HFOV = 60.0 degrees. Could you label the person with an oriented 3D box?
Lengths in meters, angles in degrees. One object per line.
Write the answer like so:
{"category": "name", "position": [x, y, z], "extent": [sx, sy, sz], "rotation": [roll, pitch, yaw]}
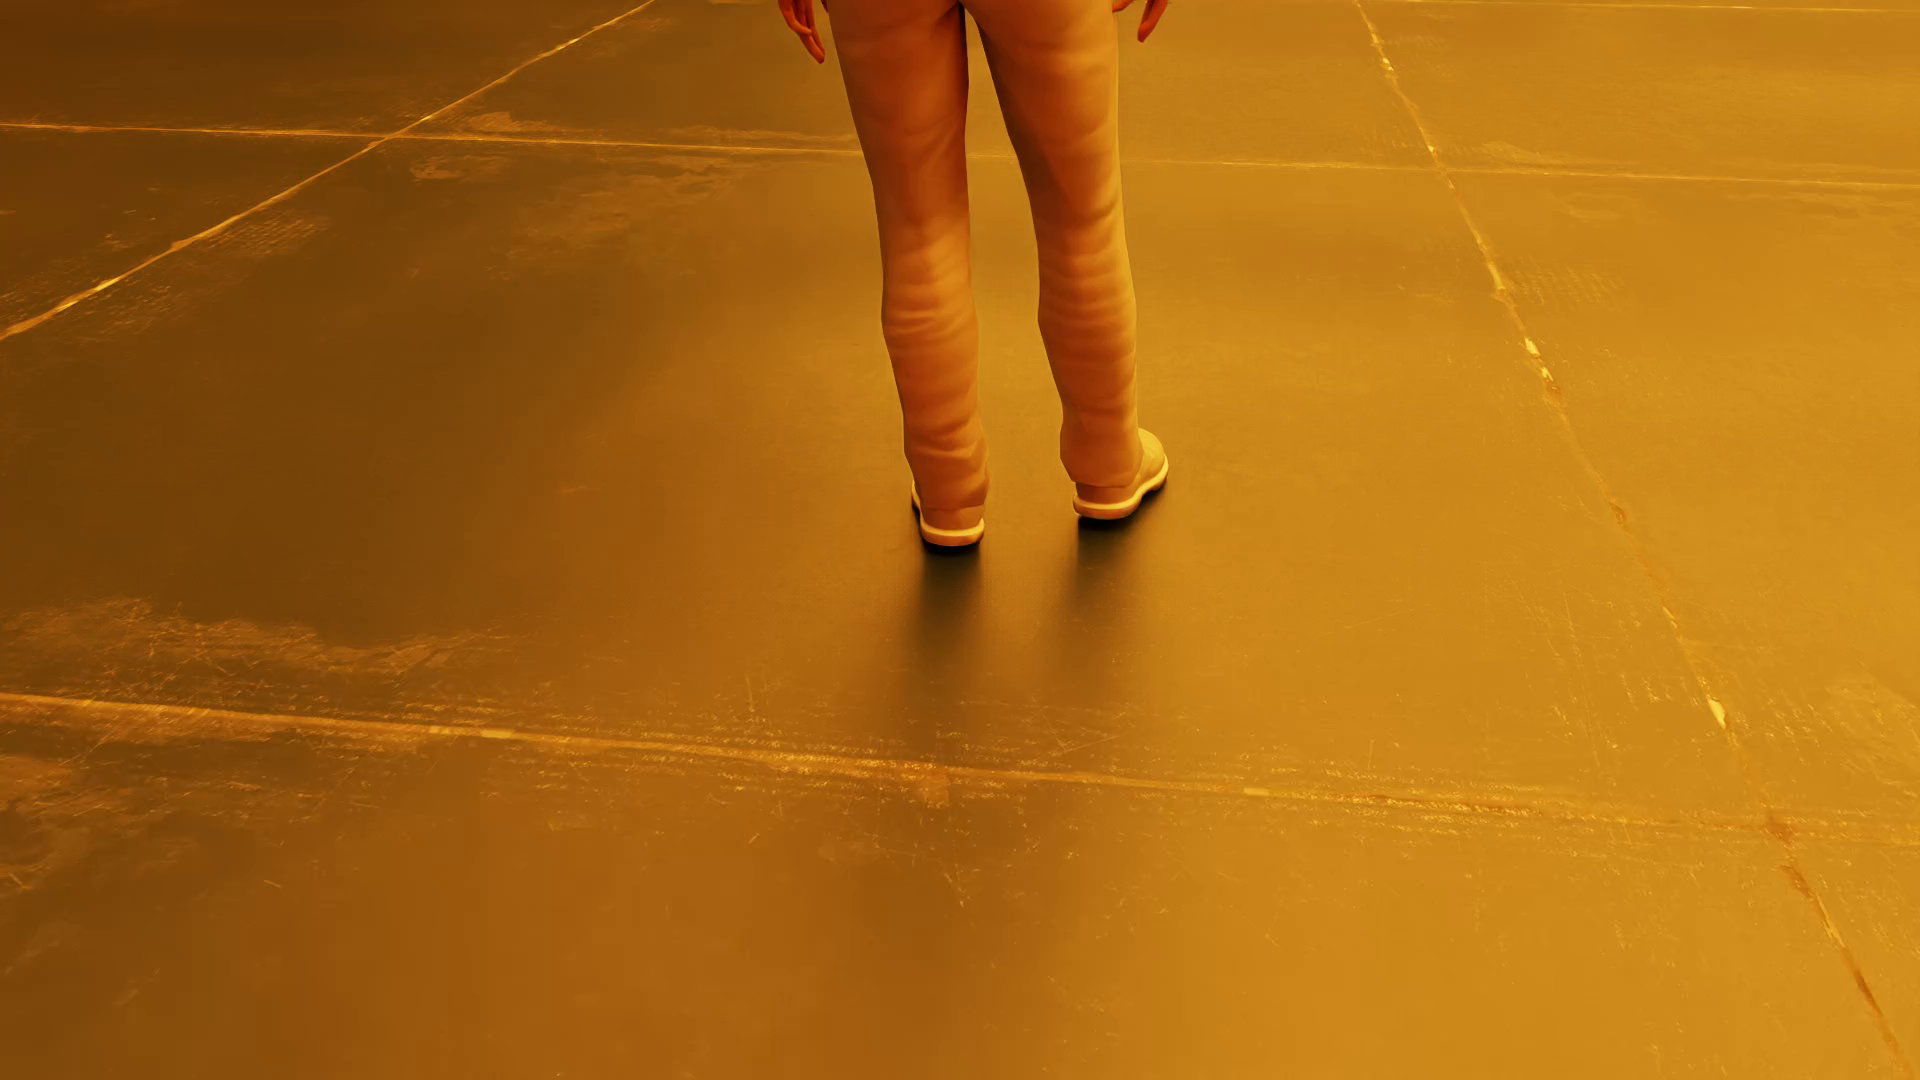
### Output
{"category": "person", "position": [0.030, -0.797, 2.183], "extent": [0.569, 1.695, 0.528], "rotation": [3, 27, 7]}
